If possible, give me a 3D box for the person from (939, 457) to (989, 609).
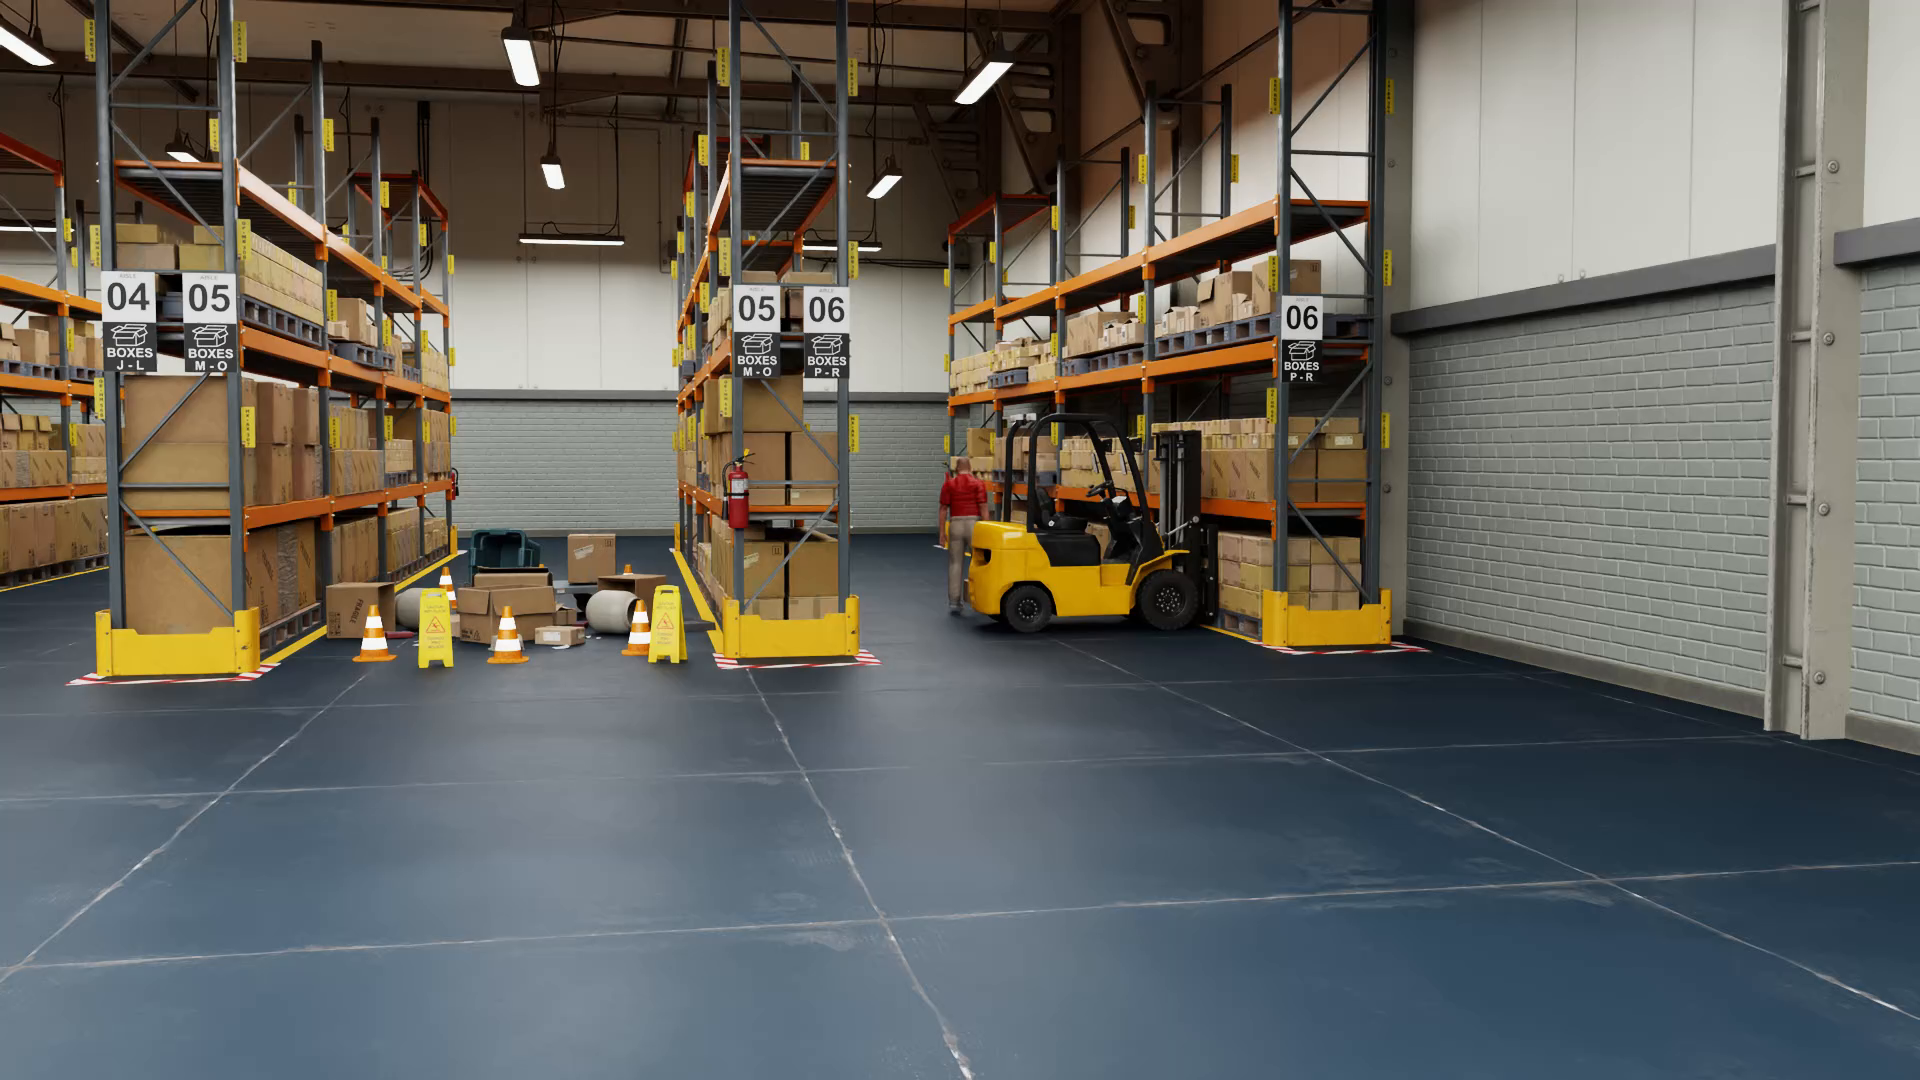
[{"bbox_3d":[0.078,-0.067,18.711,0.639,1.735,0.722,1,3,11],"label":"person"}]
